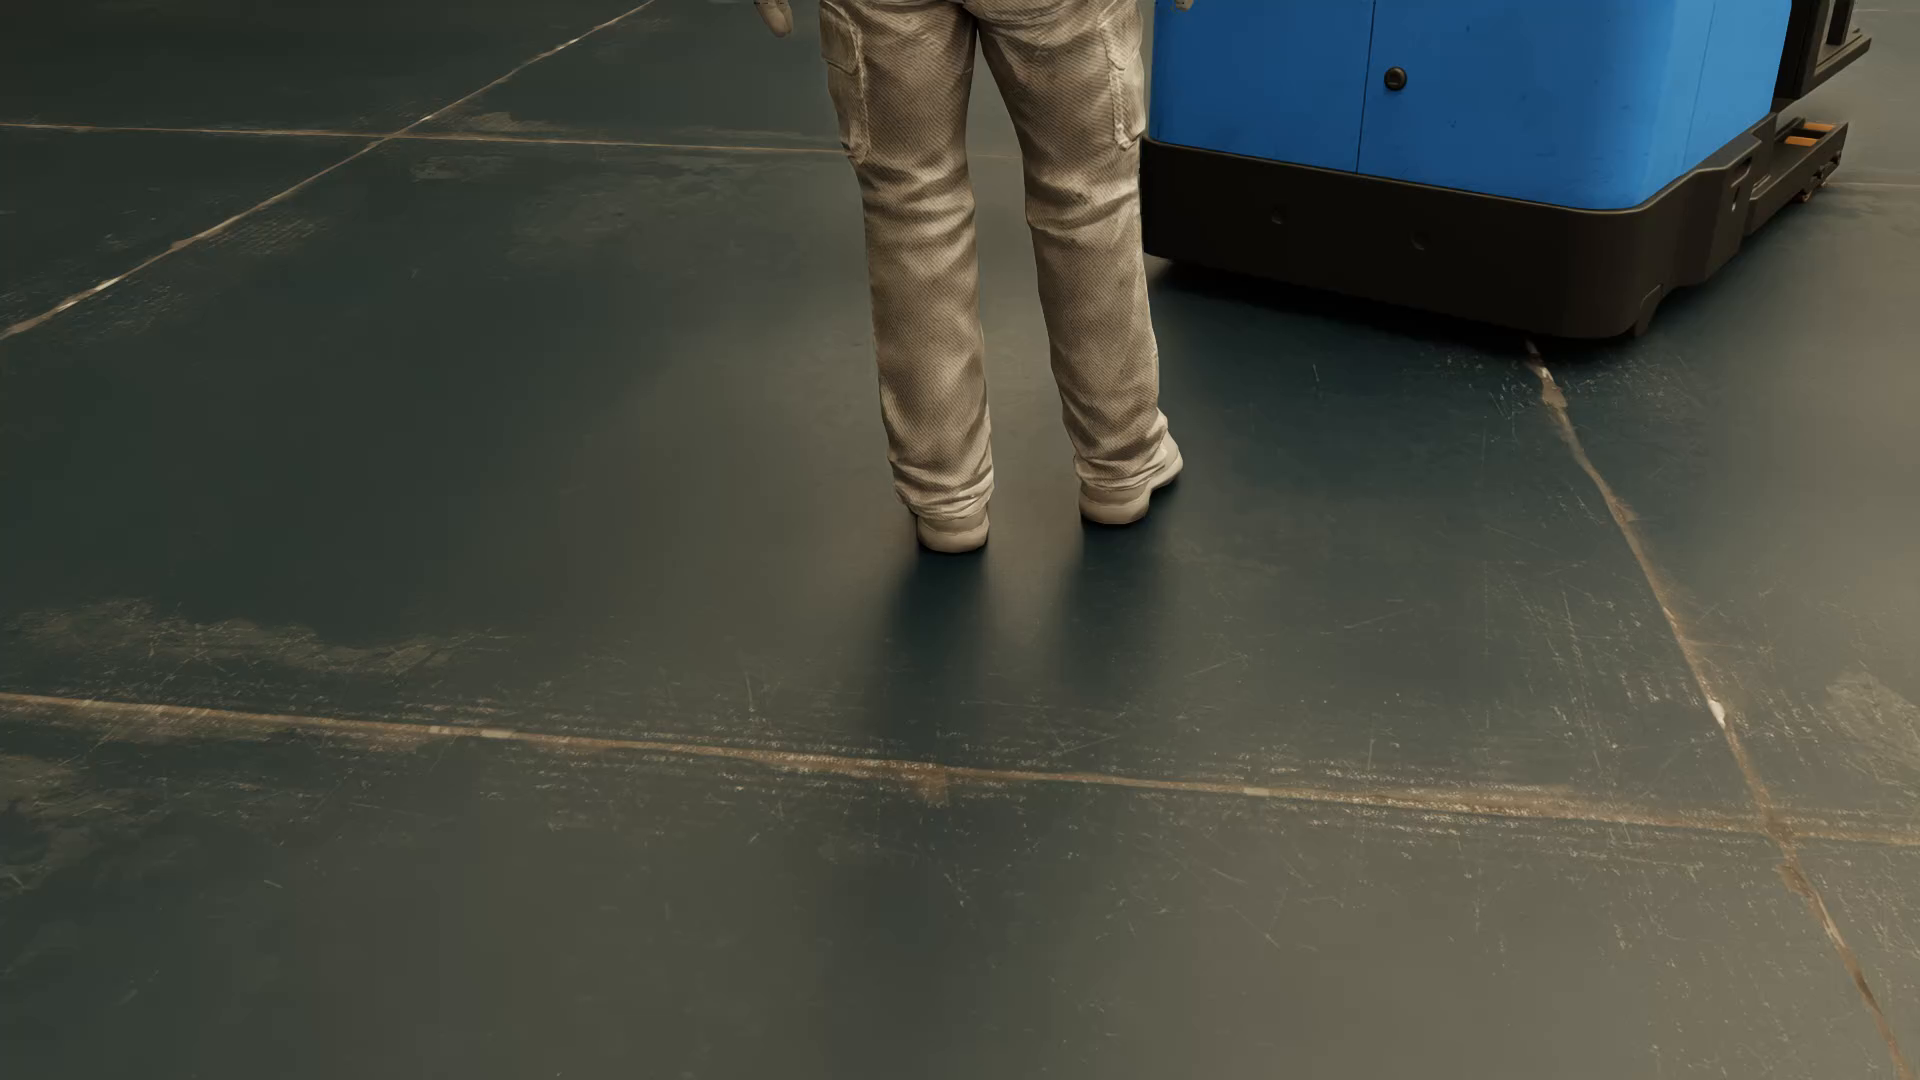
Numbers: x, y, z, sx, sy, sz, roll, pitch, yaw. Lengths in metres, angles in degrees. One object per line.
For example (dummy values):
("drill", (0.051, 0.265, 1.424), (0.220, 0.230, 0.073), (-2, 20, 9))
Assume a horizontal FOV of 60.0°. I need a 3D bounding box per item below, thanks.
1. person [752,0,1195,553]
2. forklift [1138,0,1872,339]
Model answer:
("person", (0.017, -0.836, 2.162), (0.656, 1.784, 0.575), (3, 27, 7))
("forklift", (1.663, -2.282, 3.791), (1.130, 2.935, 3.031), (18, 32, 32))
